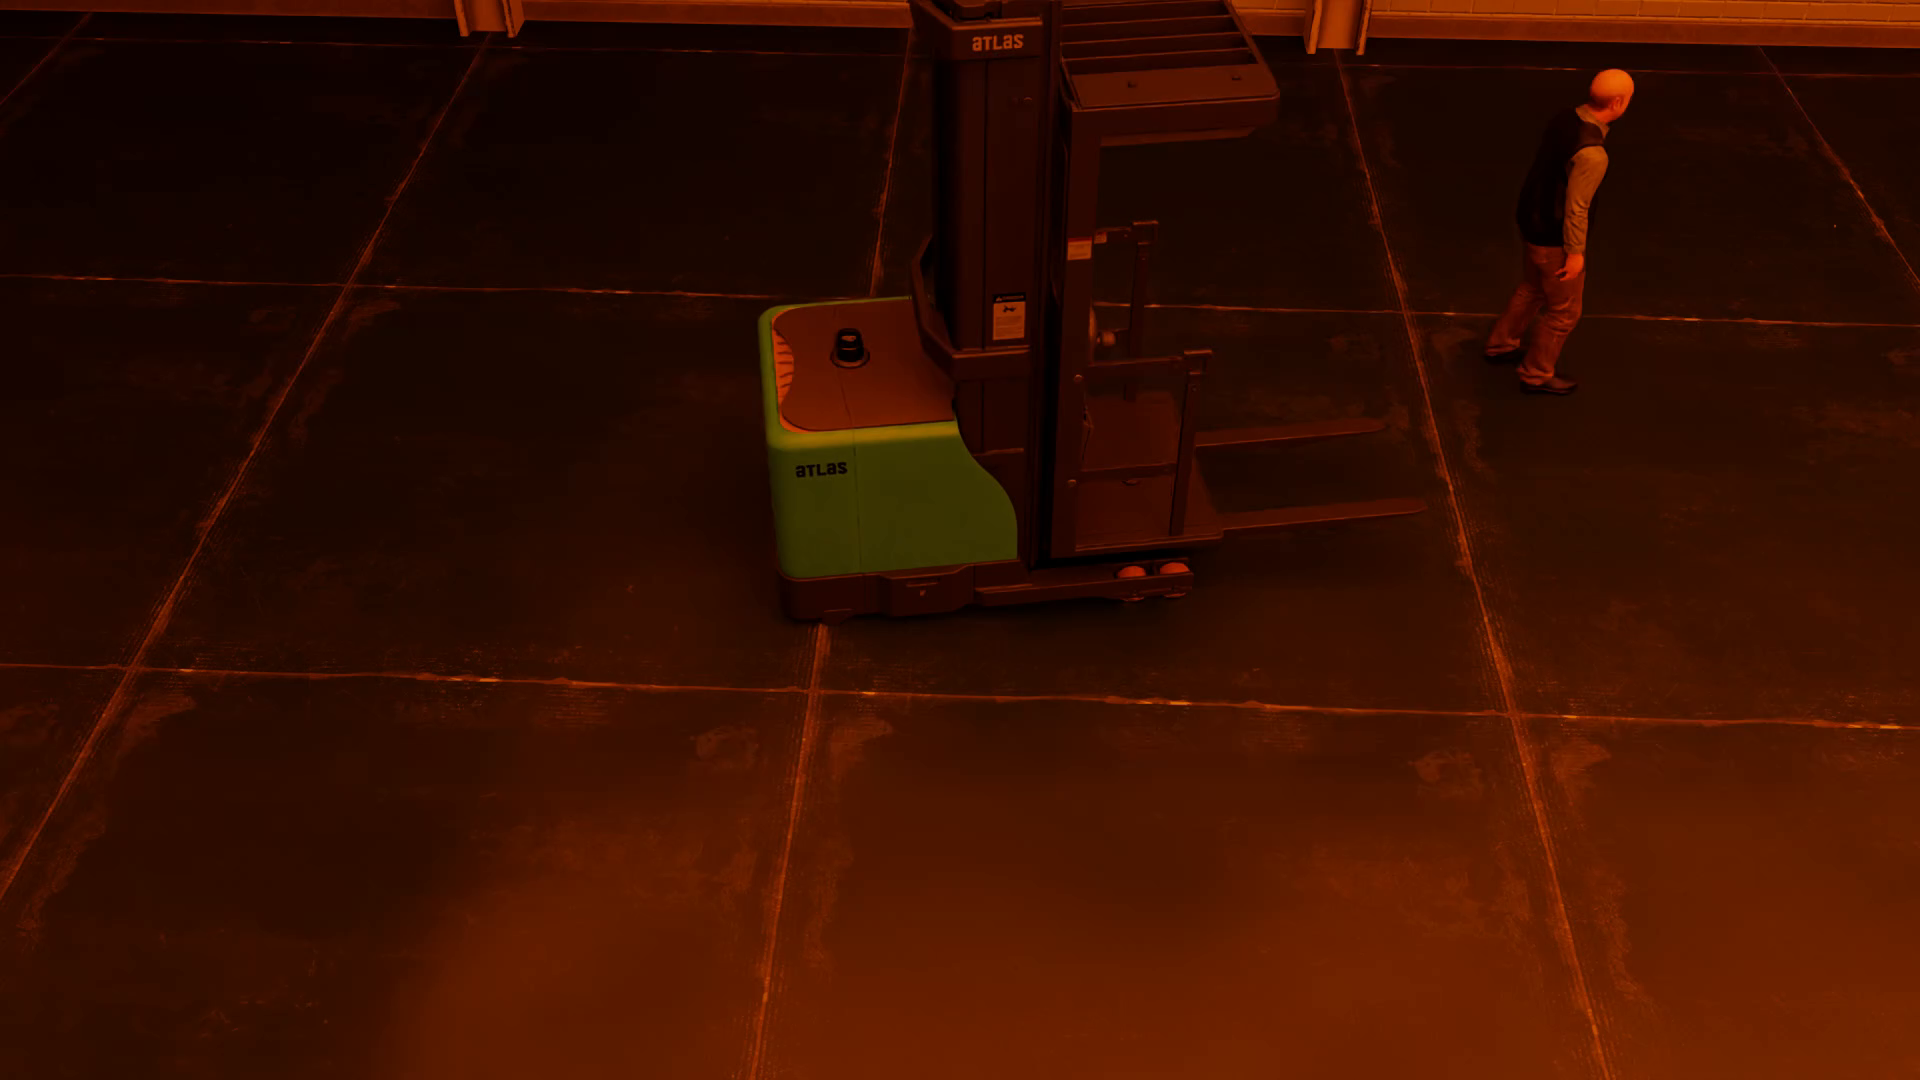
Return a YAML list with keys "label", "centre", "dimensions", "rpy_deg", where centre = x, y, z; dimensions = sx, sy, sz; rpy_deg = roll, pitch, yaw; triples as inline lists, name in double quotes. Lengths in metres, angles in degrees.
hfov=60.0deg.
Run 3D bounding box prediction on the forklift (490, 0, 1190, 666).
- label: "forklift"
  centre: [-0.573, -0.945, 6.778]
  dimensions: [3.031, 2.935, 1.130]
  rpy_deg: [-13, 44, -14]
